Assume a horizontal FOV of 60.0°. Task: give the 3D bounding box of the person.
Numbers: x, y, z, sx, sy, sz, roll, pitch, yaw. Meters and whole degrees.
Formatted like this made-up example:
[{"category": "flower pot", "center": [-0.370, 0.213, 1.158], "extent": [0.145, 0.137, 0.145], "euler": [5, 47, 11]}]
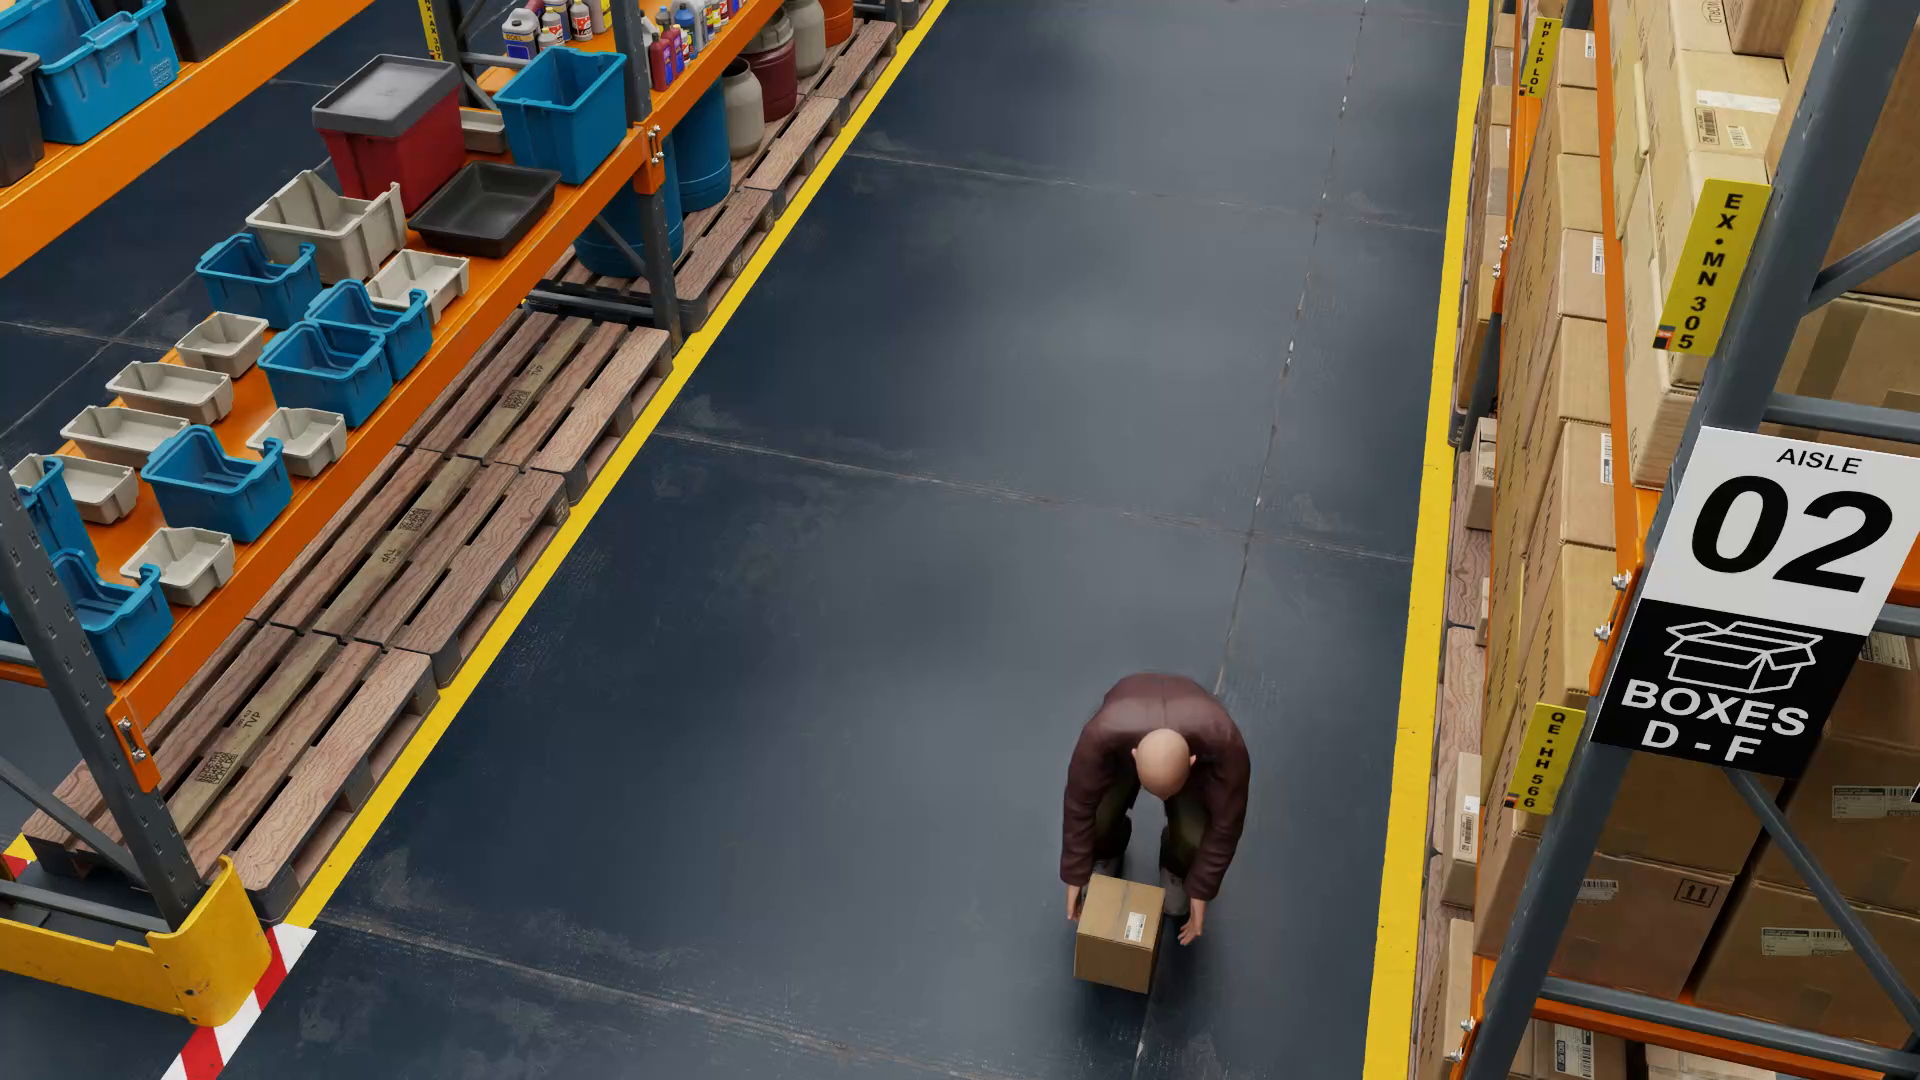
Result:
[{"category": "person", "center": [0.668, 0.849, 5.663], "extent": [0.620, 1.144, 0.852], "euler": [10, 41, 11]}]
